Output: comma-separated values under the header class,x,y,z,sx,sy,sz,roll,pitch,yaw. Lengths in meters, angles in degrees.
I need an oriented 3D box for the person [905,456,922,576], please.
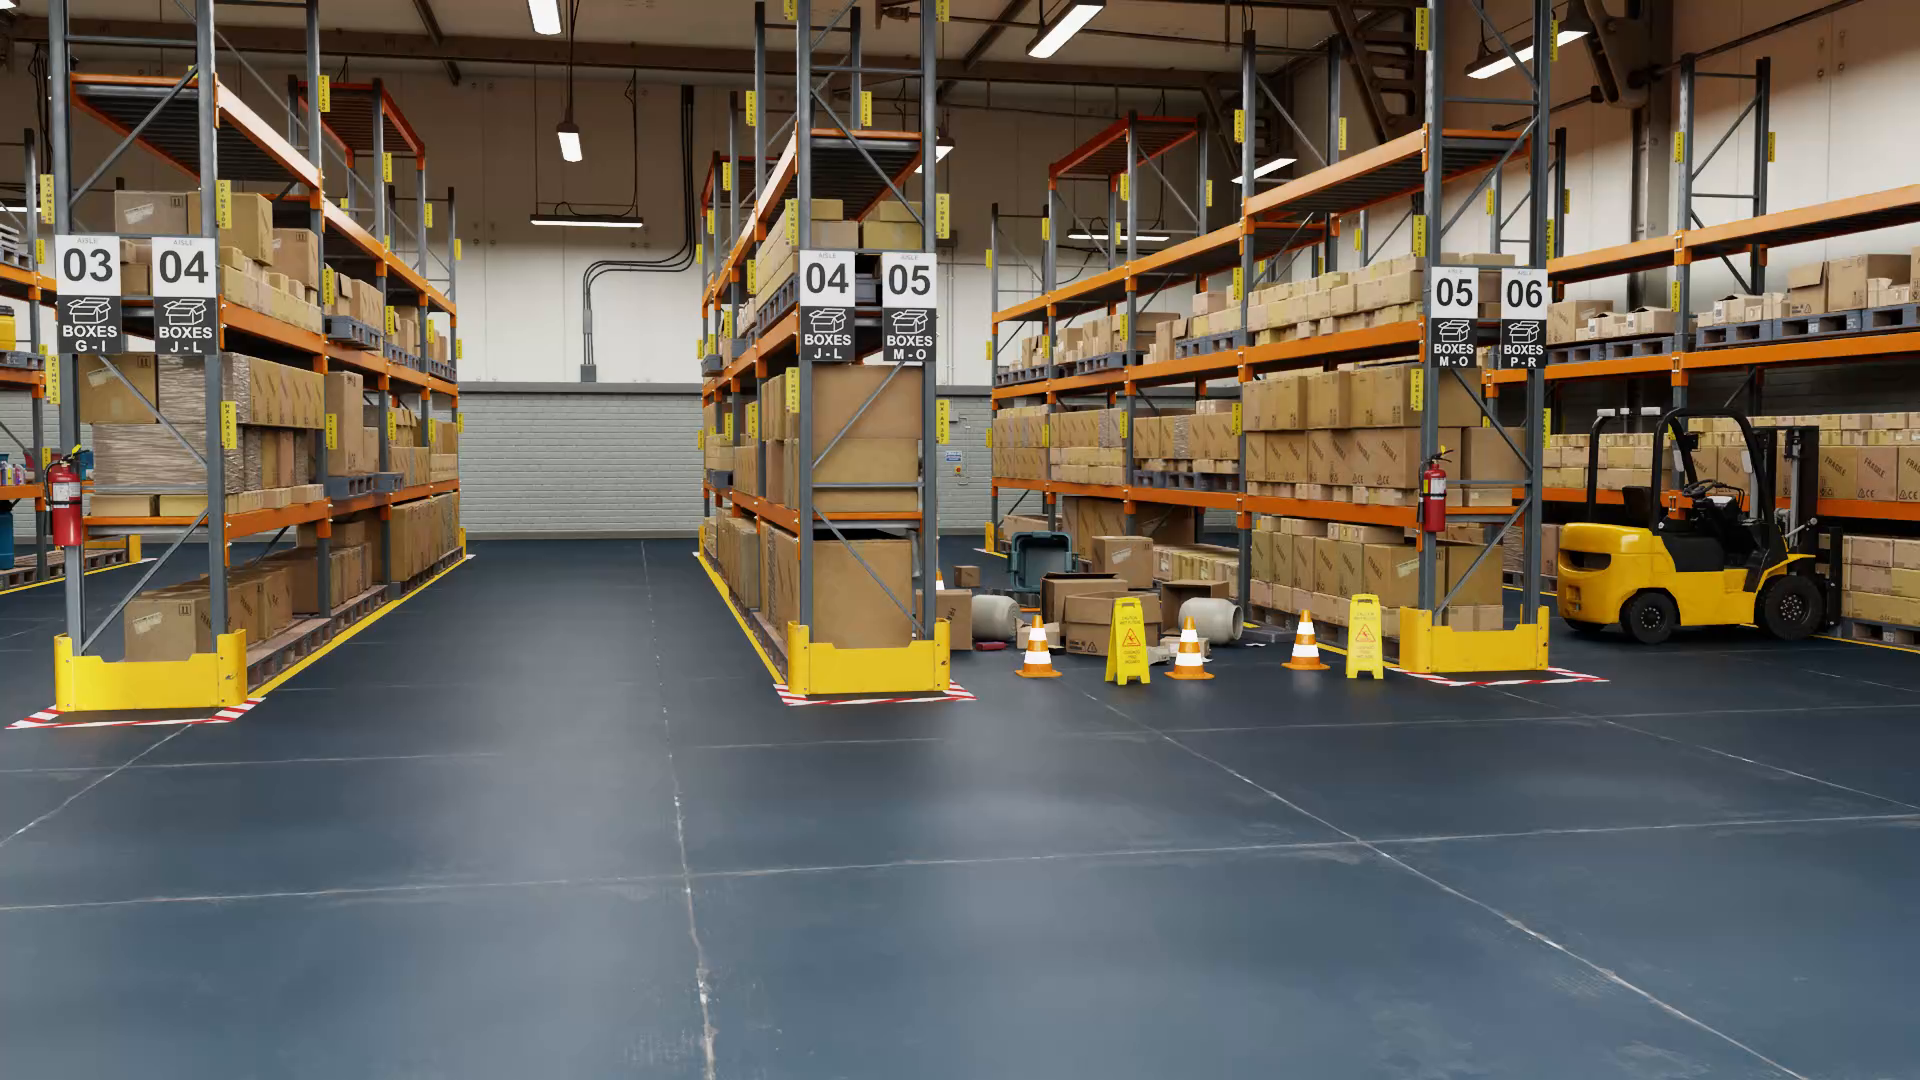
class,x,y,z,sx,sy,sz,roll,pitch,yaw
person,-0.615,-0.335,22.948,0.441,1.659,0.456,-1,3,-18
